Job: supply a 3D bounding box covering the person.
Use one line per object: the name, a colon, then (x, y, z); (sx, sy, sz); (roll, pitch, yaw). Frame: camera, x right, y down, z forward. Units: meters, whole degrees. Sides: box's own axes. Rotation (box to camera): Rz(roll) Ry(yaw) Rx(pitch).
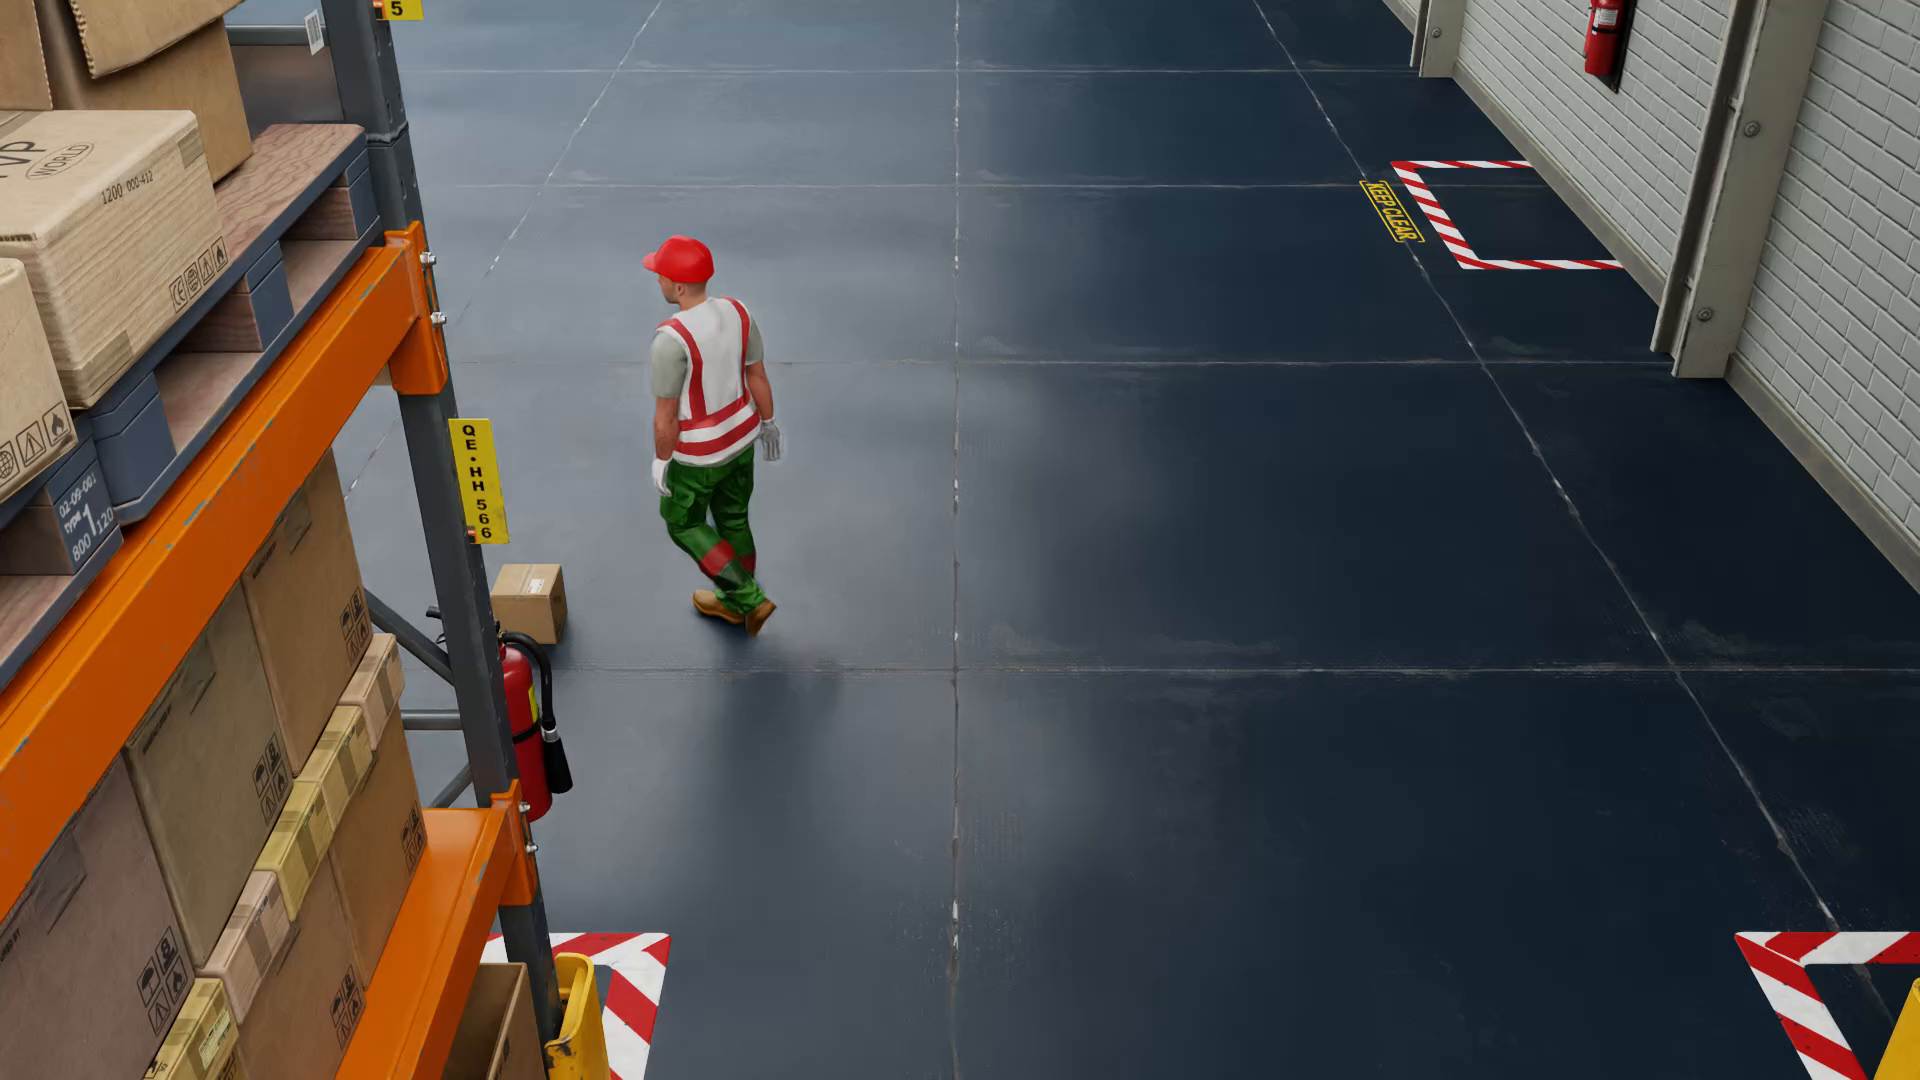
person: (-0.977, -0.381, 6.728); (0.570, 1.784, 0.604); (22, 38, 32)
